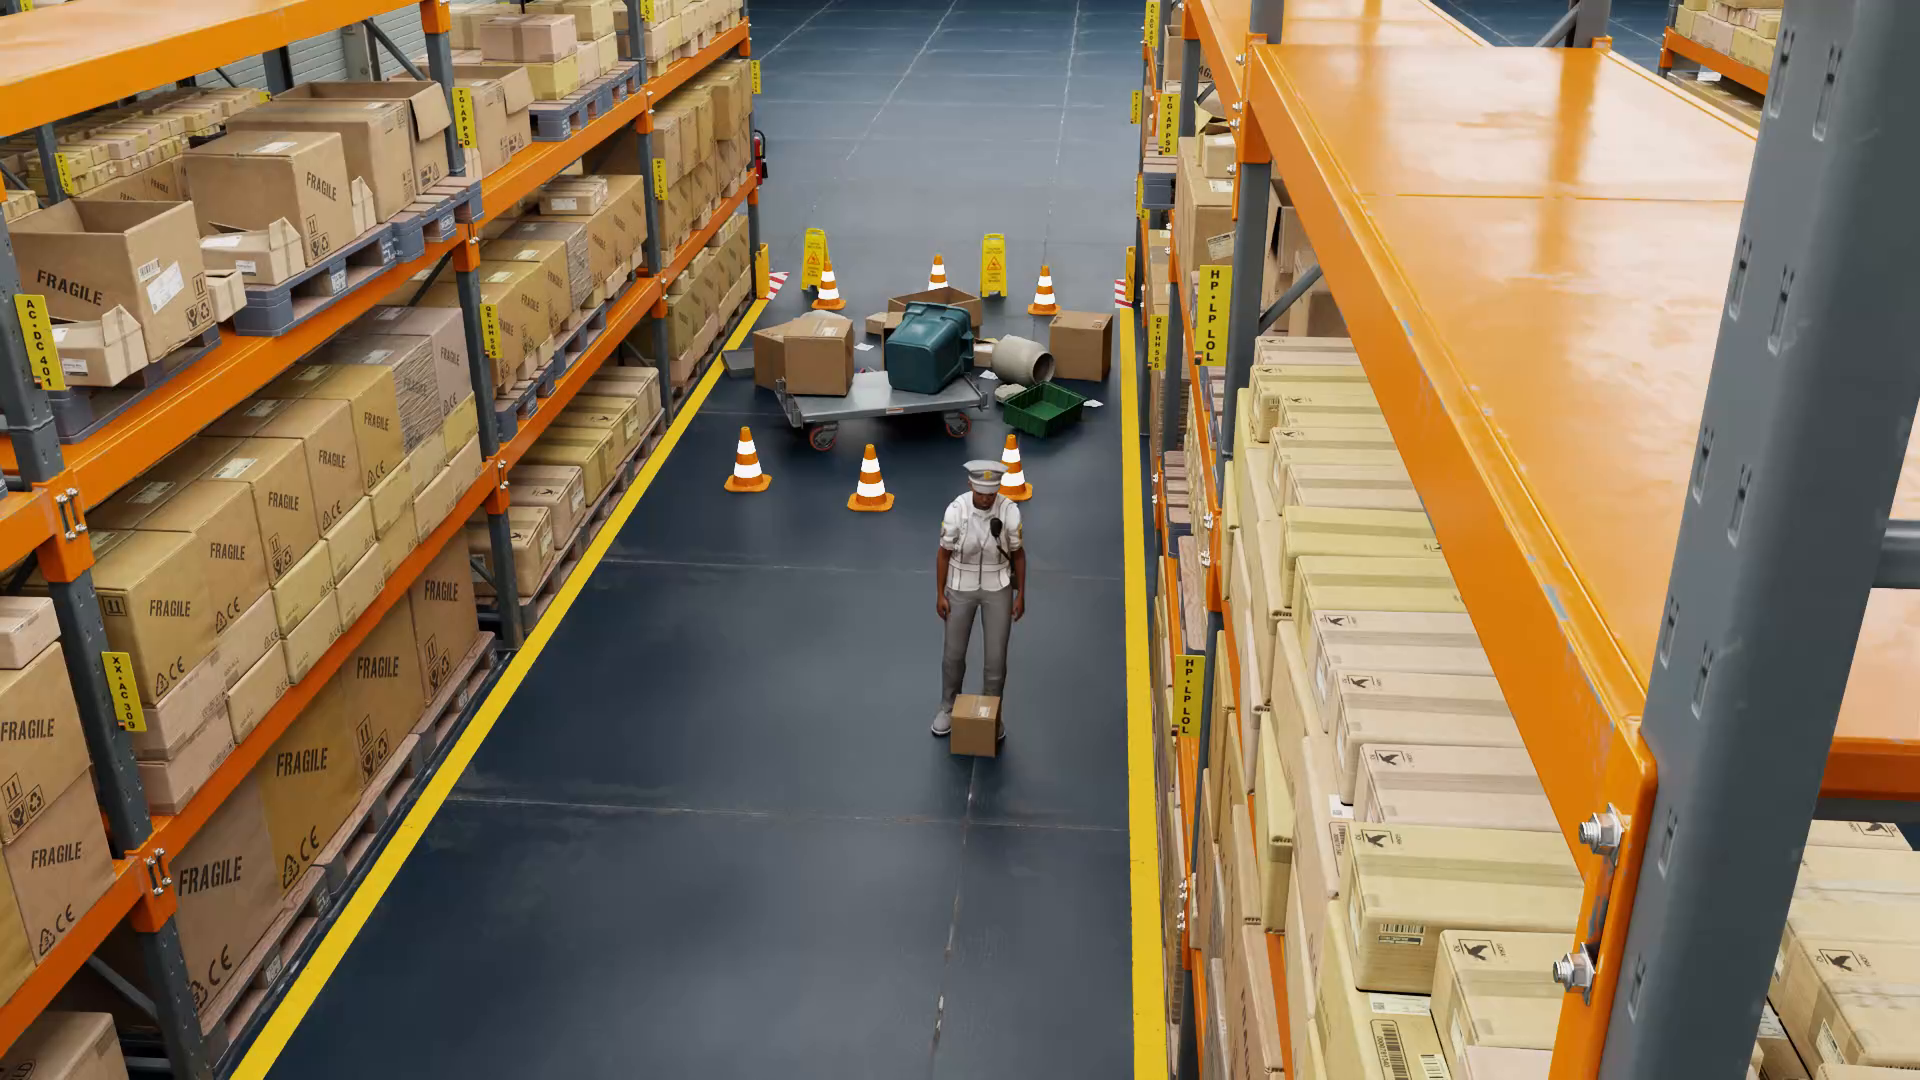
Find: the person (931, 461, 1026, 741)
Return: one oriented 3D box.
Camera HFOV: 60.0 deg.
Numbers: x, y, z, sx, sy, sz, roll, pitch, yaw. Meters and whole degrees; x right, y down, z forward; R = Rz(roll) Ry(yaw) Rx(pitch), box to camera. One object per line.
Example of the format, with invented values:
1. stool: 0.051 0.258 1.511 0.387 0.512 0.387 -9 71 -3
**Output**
1. person: 0.102 0.313 9.305 0.532 1.663 0.422 0 25 1
